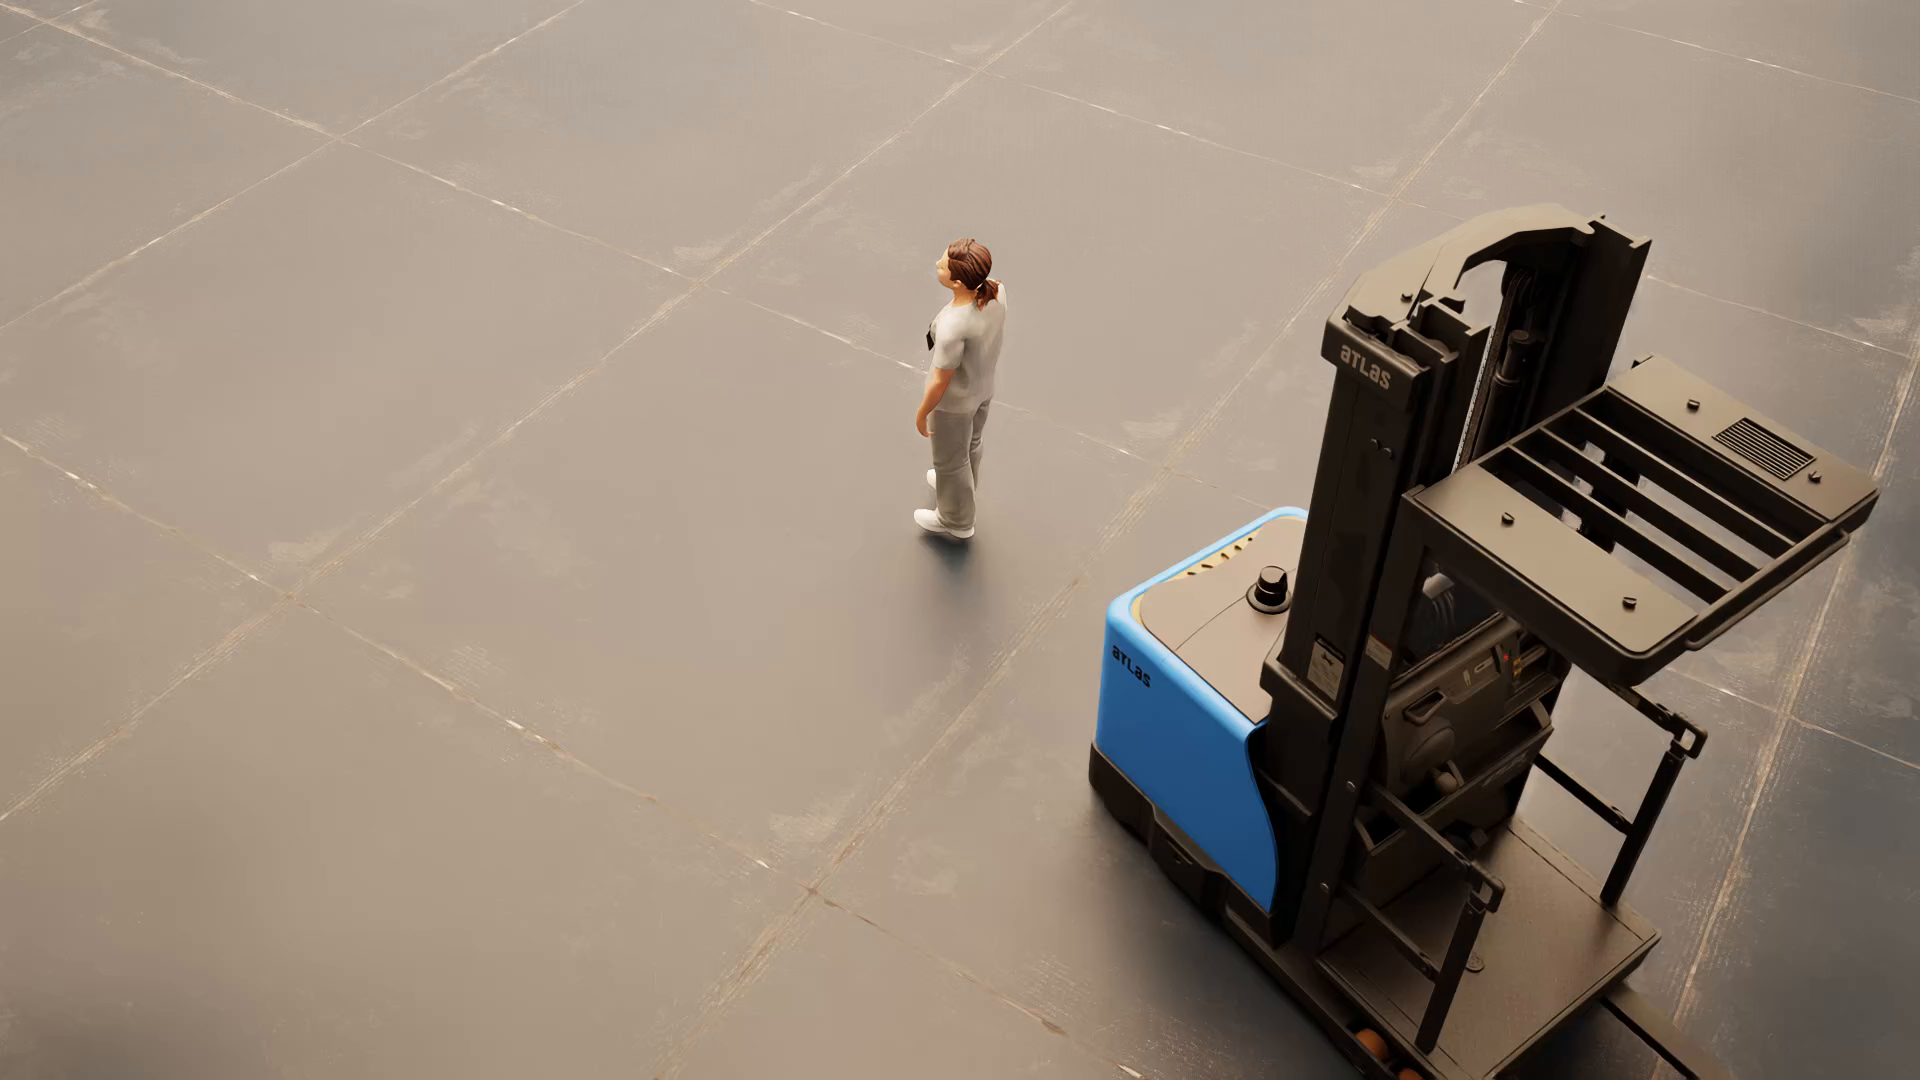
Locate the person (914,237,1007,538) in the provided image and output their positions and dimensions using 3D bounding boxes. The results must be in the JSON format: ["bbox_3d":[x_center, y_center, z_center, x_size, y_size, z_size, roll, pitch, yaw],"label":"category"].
[{"bbox_3d":[-0.055,-0.677,7.406,0.549,1.675,0.550,24,48,23],"label":"person"}]

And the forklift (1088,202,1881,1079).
[{"bbox_3d":[1.811,0.569,5.248,1.130,2.935,3.031,-27,50,-26],"label":"forklift"}]
